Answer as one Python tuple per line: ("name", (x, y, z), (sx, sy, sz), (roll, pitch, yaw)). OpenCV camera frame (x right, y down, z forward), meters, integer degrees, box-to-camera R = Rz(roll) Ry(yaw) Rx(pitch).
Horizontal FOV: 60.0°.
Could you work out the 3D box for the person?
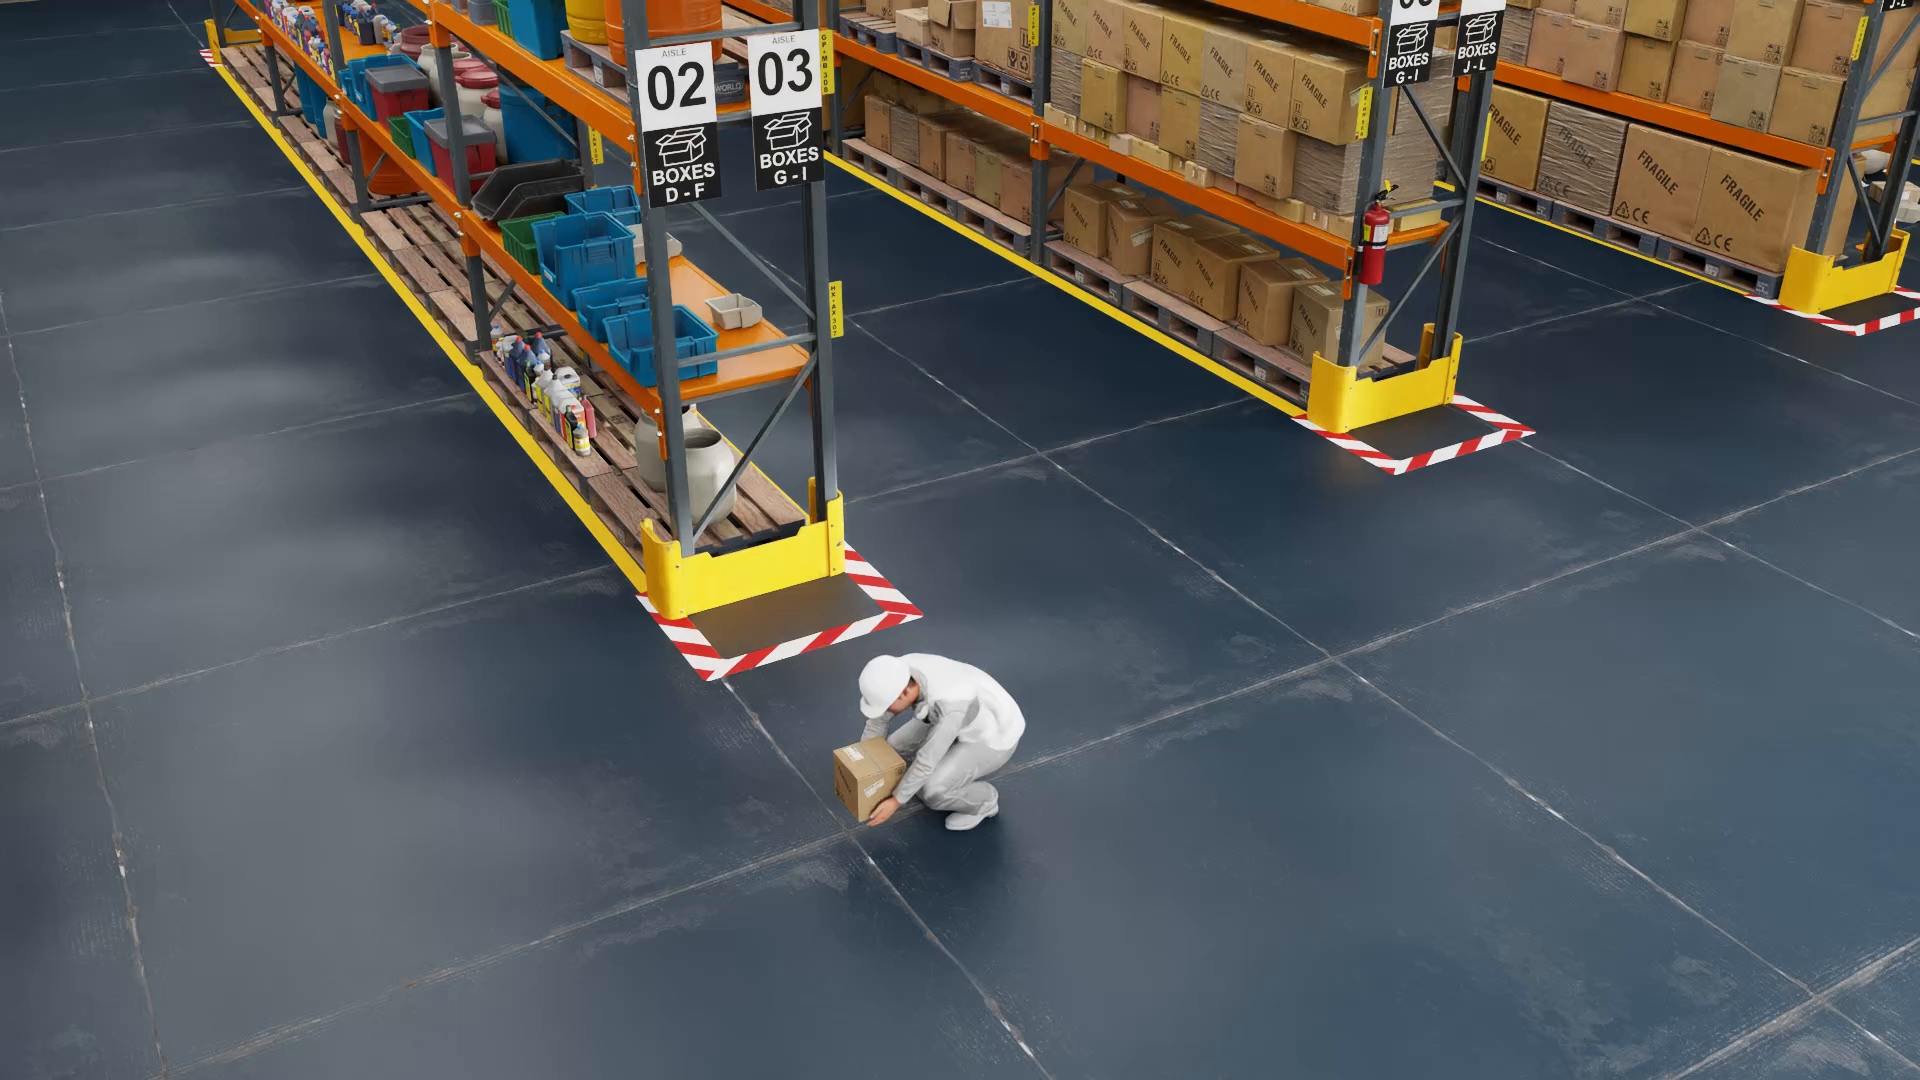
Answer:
("person", (-0.115, 0.876, 7.750), (0.864, 1.007, 0.535), (-16, 32, -26))
